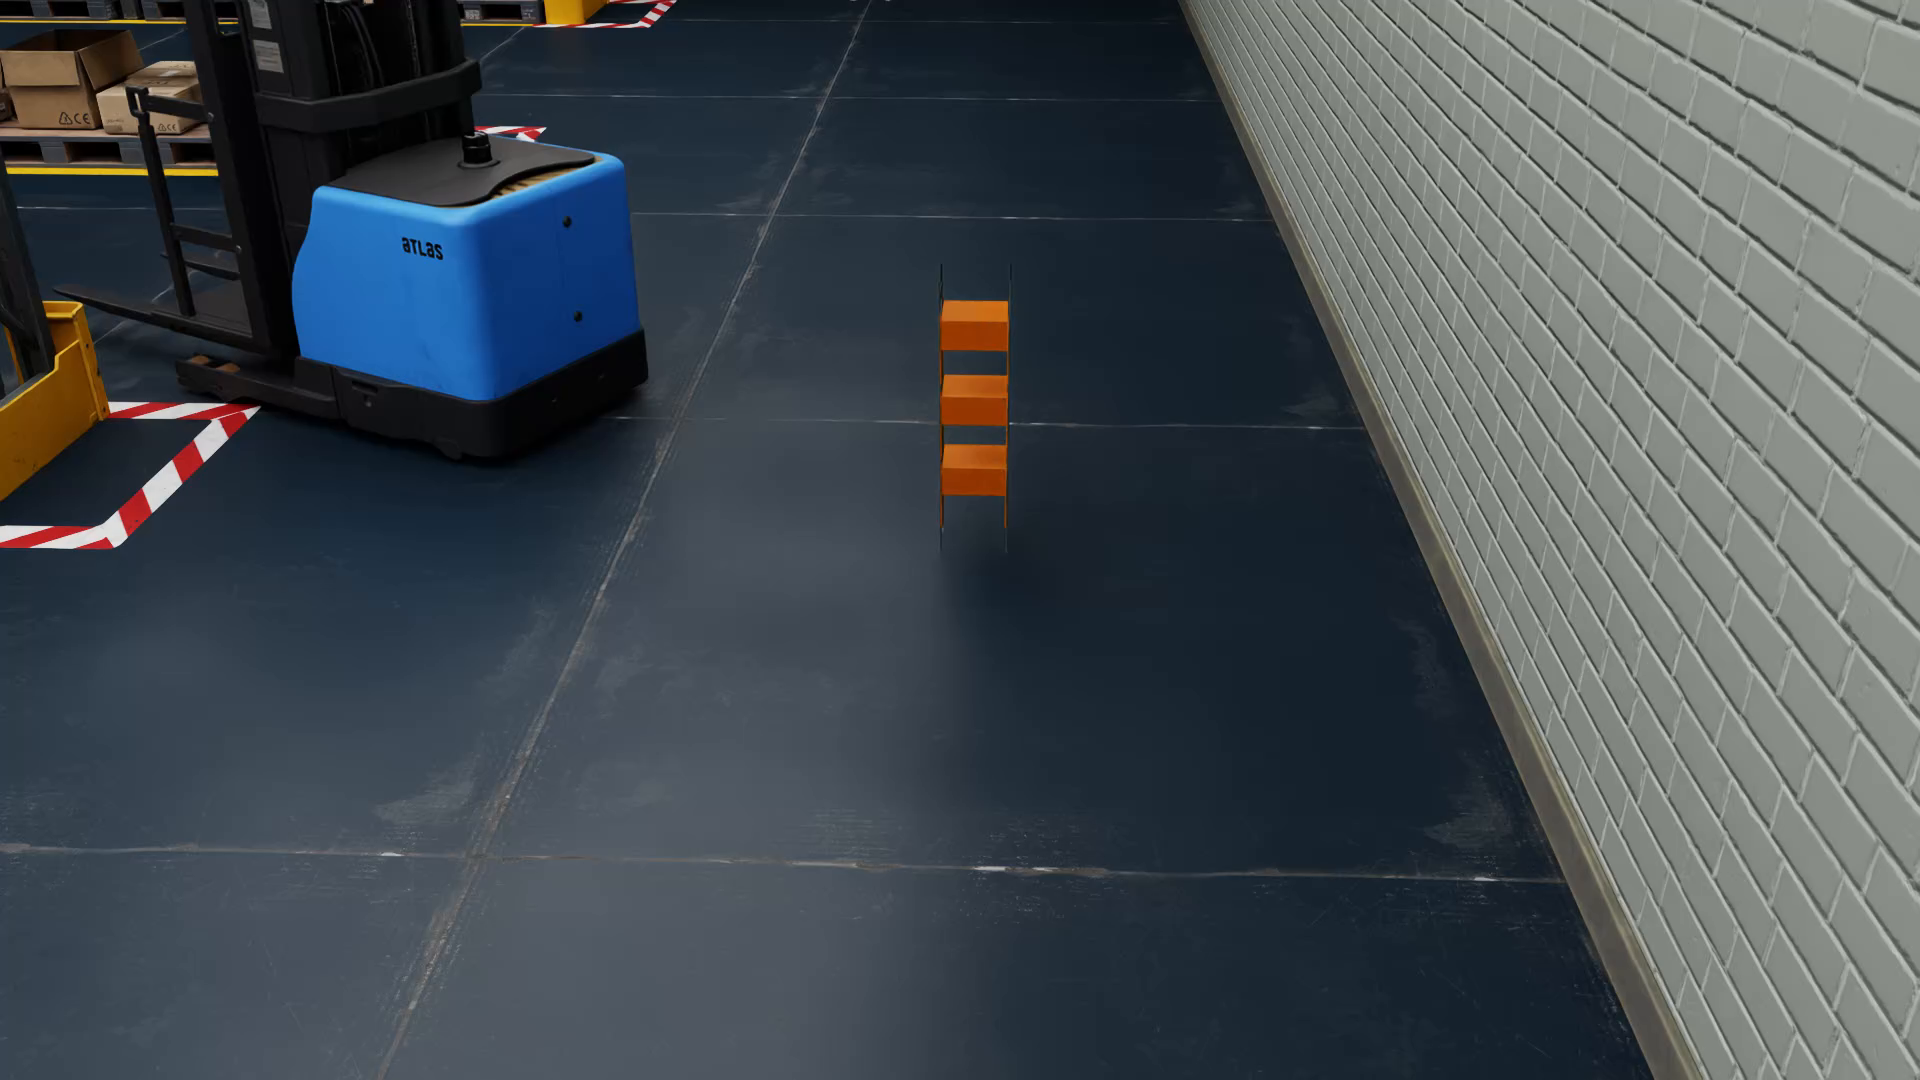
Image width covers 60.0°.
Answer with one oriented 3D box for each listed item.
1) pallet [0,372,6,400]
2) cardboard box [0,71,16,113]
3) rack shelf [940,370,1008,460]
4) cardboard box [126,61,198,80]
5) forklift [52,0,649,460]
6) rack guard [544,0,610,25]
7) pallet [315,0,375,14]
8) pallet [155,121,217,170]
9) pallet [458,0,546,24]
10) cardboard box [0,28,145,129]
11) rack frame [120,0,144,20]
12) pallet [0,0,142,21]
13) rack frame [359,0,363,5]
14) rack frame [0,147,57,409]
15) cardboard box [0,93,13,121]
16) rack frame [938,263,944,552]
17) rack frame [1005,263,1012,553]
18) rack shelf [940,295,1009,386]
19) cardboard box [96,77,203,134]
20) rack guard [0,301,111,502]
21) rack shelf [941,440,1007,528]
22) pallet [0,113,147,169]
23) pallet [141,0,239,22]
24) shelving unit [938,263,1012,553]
[{"bbox_3d":[-4.761,-0.424,6.824,1.213,0.211,1.003,1,28,2],"label":"pallet"},{"bbox_3d":[-6.429,-3.126,11.346,0.500,0.311,0.500,1,28,2],"label":"cardboard box"},{"bbox_3d":[0.053,-0.454,6.007,0.240,0.259,0.215,1,28,2],"label":"rack shelf"},{"bbox_3d":[-5.293,-3.080,11.324,0.500,0.250,0.500,1,28,2],"label":"cardboard box"},{"bbox_3d":[-2.936,-2.110,7.102,3.031,2.935,1.130,15,31,26],"label":"forklift"},{"bbox_3d":[-3.565,-5.157,15.444,0.348,0.500,1.175,1,28,2],"label":"rack guard"},{"bbox_3d":[-5.607,-5.027,15.508,1.213,0.211,1.003,1,28,2],"label":"pallet"},{"bbox_3d":[-4.633,-2.724,11.164,1.213,0.211,1.003,1,28,2],"label":"pallet"},{"bbox_3d":[-4.391,-5.006,15.468,1.213,0.211,1.003,1,28,2],"label":"pallet"},{"bbox_3d":[-5.880,-3.072,11.037,0.637,0.503,0.797,1,28,2],"label":"cardboard box"},{"bbox_3d":[-7.586,-6.327,14.984,0.127,3.000,1.000,1,28,2],"label":"rack frame"},{"bbox_3d":[-8.360,-5.073,15.594,1.213,0.211,1.003,1,28,2],"label":"pallet"},{"bbox_3d":[-3.760,-3.943,10.485,0.127,3.000,1.000,1,28,2],"label":"rack frame"},{"bbox_3d":[-3.939,-1.624,6.111,0.127,3.000,1.000,1,28,2],"label":"rack frame"},{"bbox_3d":[-6.481,-2.833,10.948,0.250,0.166,0.380,1,28,2],"label":"cardboard box"},{"bbox_3d":[-0.068,-0.465,6.006,0.008,1.050,0.200,1,28,2],"label":"rack frame"},{"bbox_3d":[0.175,-0.461,5.999,0.008,1.050,0.200,1,28,2],"label":"rack frame"},{"bbox_3d":[0.053,-0.704,5.874,0.240,0.259,0.215,1,28,2],"label":"rack shelf"},{"bbox_3d":[-5.260,-2.846,10.881,0.500,0.250,0.500,1,28,2],"label":"cardboard box"},{"bbox_3d":[-3.914,-0.525,6.707,0.348,0.500,1.175,1,28,2],"label":"rack guard"},{"bbox_3d":[0.053,-0.208,6.138,0.240,0.259,0.215,1,28,2],"label":"rack shelf"},{"bbox_3d":[-5.849,-2.746,11.205,1.213,0.211,1.003,1,28,2],"label":"pallet"},{"bbox_3d":[-6.829,-5.046,15.544,1.213,0.211,1.003,1,28,2],"label":"pallet"},{"bbox_3d":[0.053,-0.463,6.002,0.252,1.050,0.215,1,28,2],"label":"shelving unit"}]
